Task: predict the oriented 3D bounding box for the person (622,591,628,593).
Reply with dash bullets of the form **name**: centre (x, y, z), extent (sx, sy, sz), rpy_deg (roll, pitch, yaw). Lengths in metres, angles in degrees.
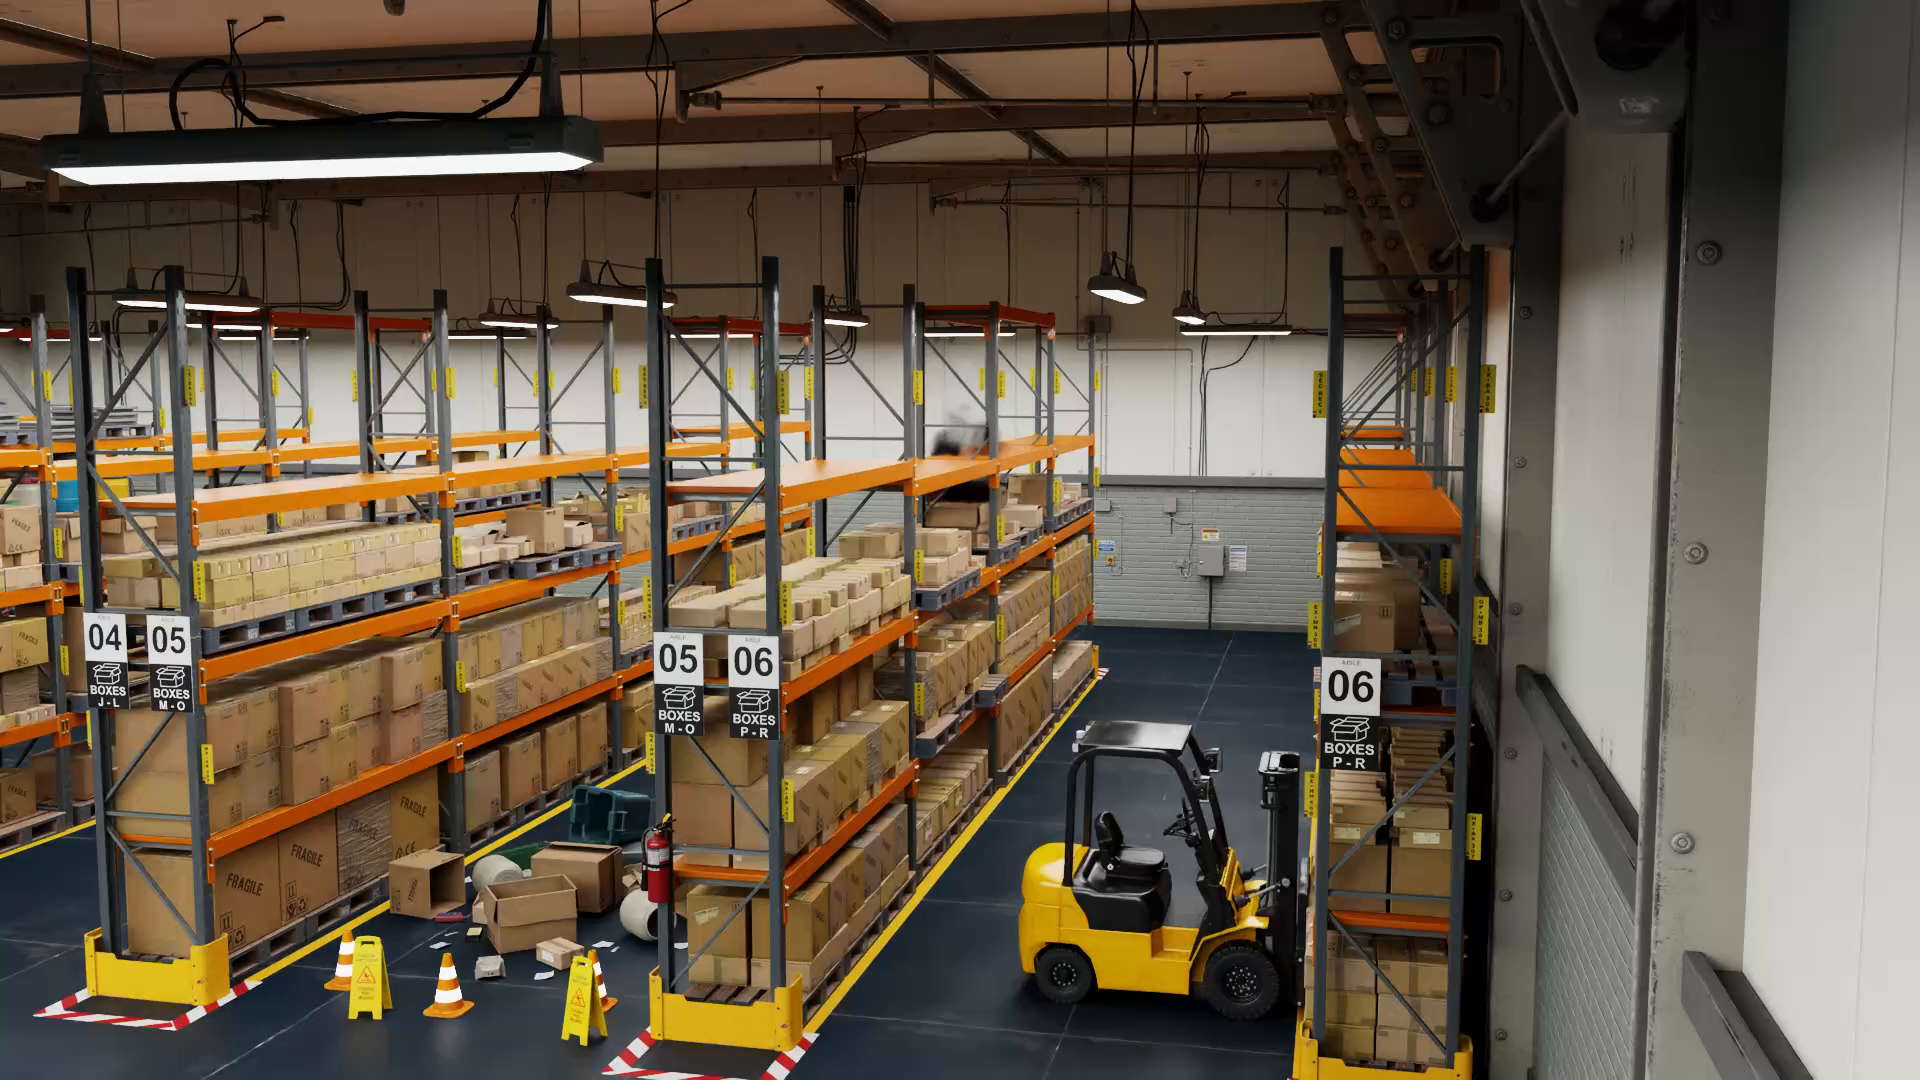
- **person**: centre (-5.398, 1.635, 26.949), extent (0.581, 1.649, 0.876), rpy_deg (1, 6, 8)
